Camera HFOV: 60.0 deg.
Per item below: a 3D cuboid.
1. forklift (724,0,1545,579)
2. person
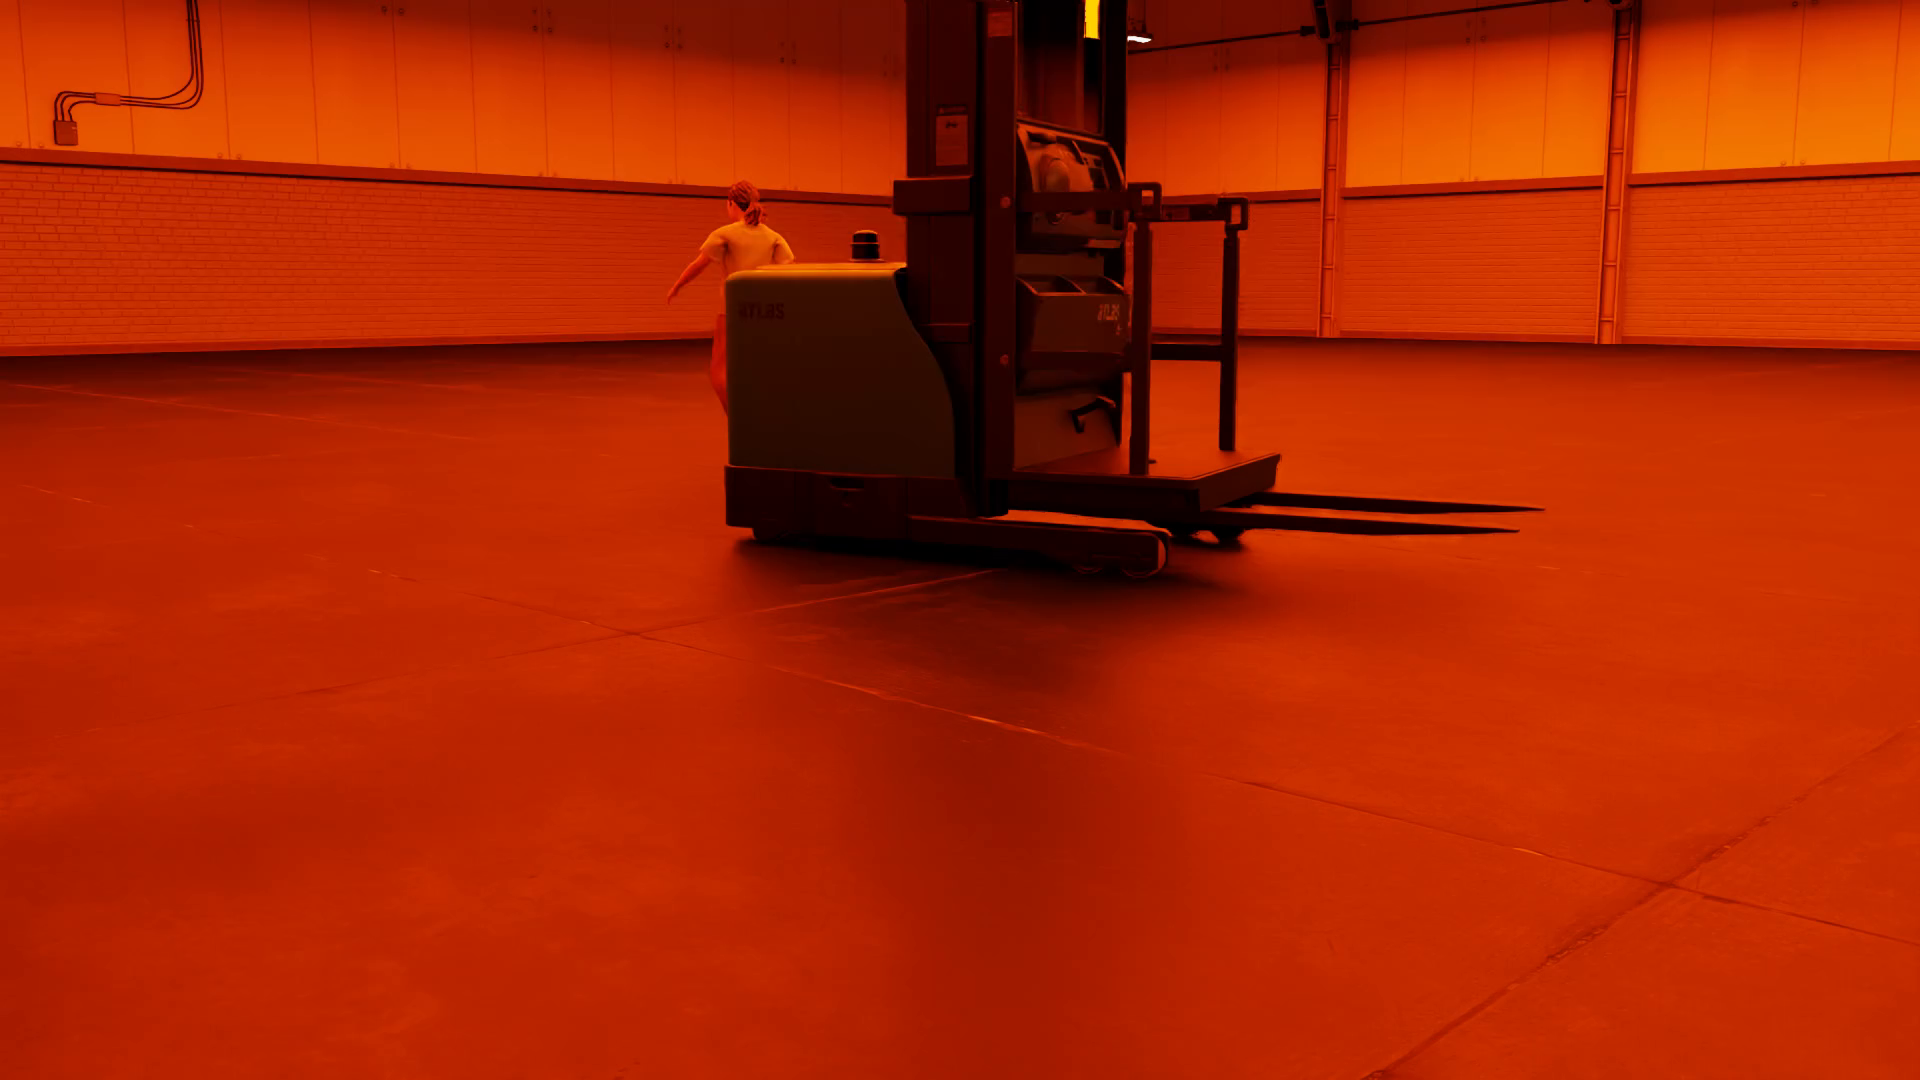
[{"bbox_3d":[0.612,-1.404,6.198,3.031,2.935,1.130,4,10,26],"label":"forklift"},{"bbox_3d":[-1.301,-1.387,10.154,0.807,1.585,0.651,-6,10,-34],"label":"person"}]
